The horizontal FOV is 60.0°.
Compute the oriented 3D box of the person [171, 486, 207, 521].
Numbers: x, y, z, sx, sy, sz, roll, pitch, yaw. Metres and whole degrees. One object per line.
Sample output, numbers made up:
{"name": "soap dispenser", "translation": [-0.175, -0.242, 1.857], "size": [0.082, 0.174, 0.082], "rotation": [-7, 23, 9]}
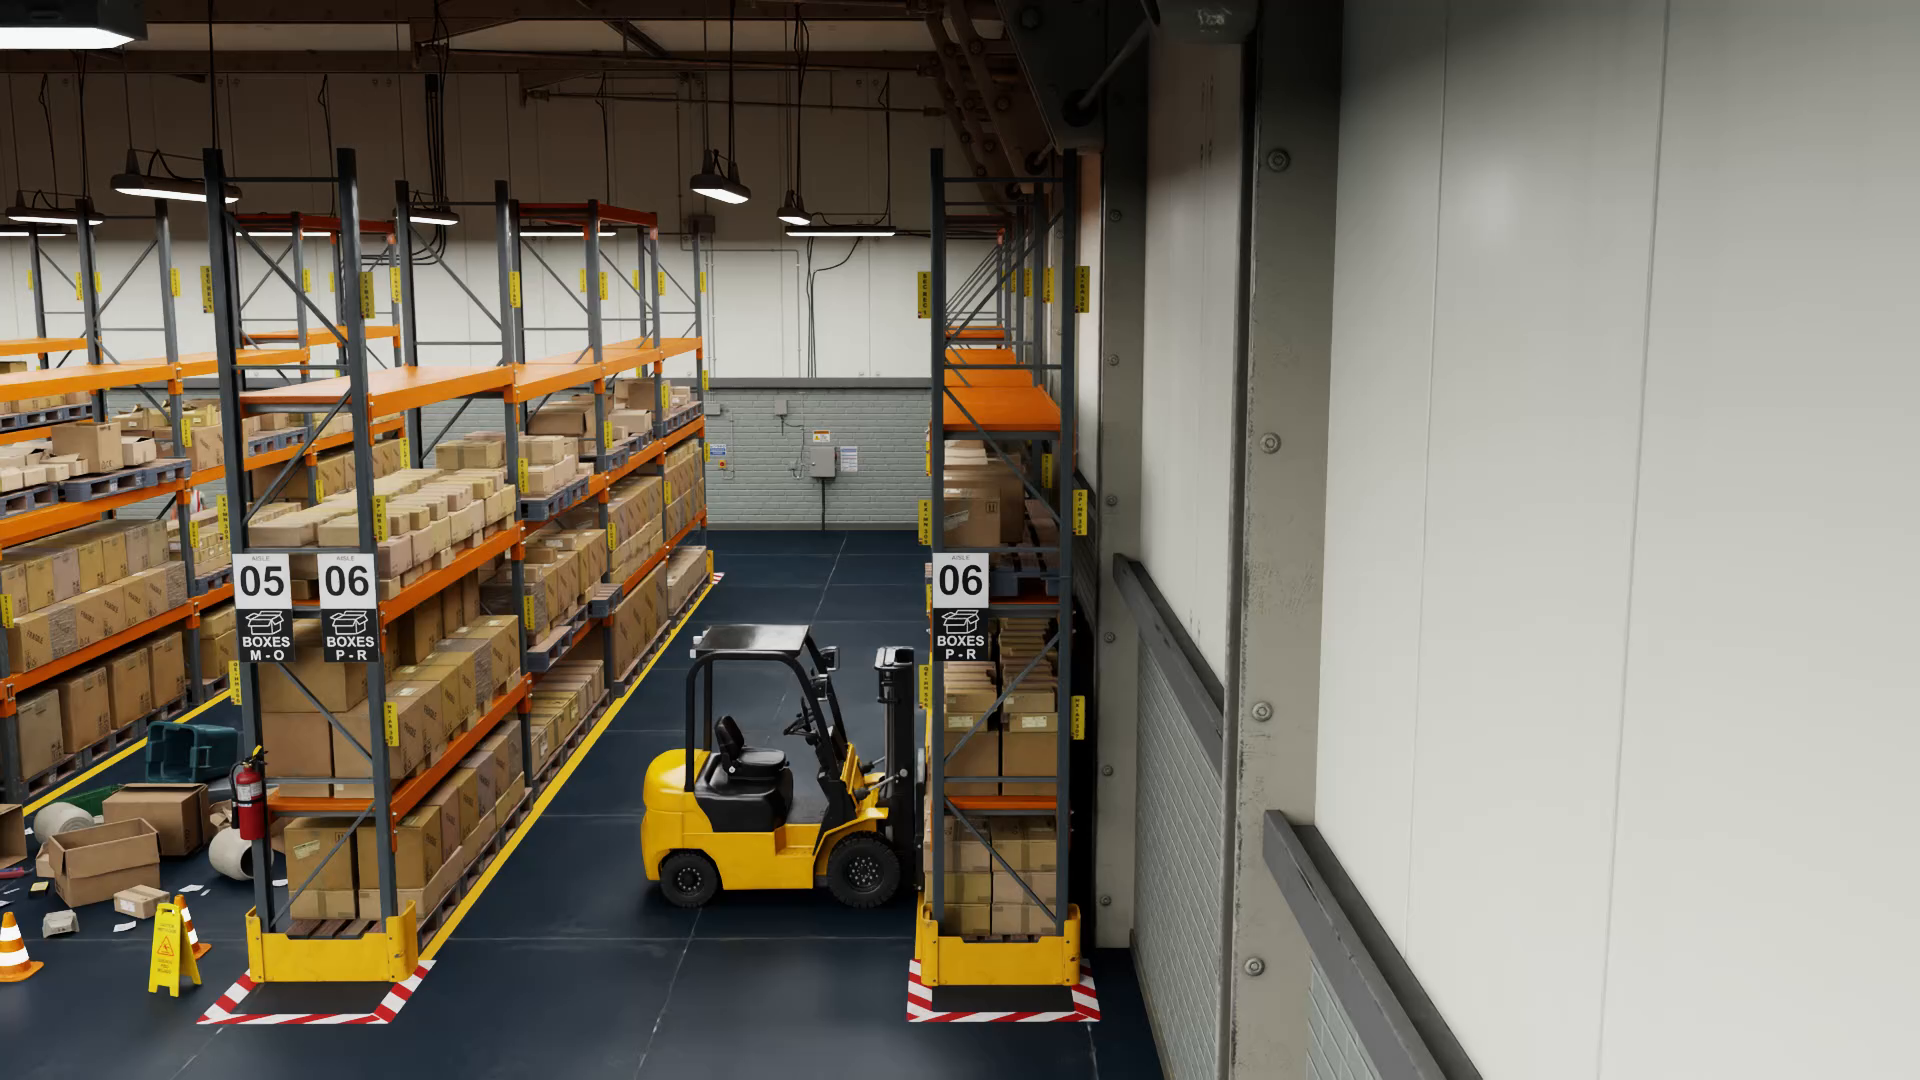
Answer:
{"name": "person", "translation": [-13.256, -0.271, 28.603], "size": [0.530, 1.731, 1.098], "rotation": [-1, 9, -4]}
